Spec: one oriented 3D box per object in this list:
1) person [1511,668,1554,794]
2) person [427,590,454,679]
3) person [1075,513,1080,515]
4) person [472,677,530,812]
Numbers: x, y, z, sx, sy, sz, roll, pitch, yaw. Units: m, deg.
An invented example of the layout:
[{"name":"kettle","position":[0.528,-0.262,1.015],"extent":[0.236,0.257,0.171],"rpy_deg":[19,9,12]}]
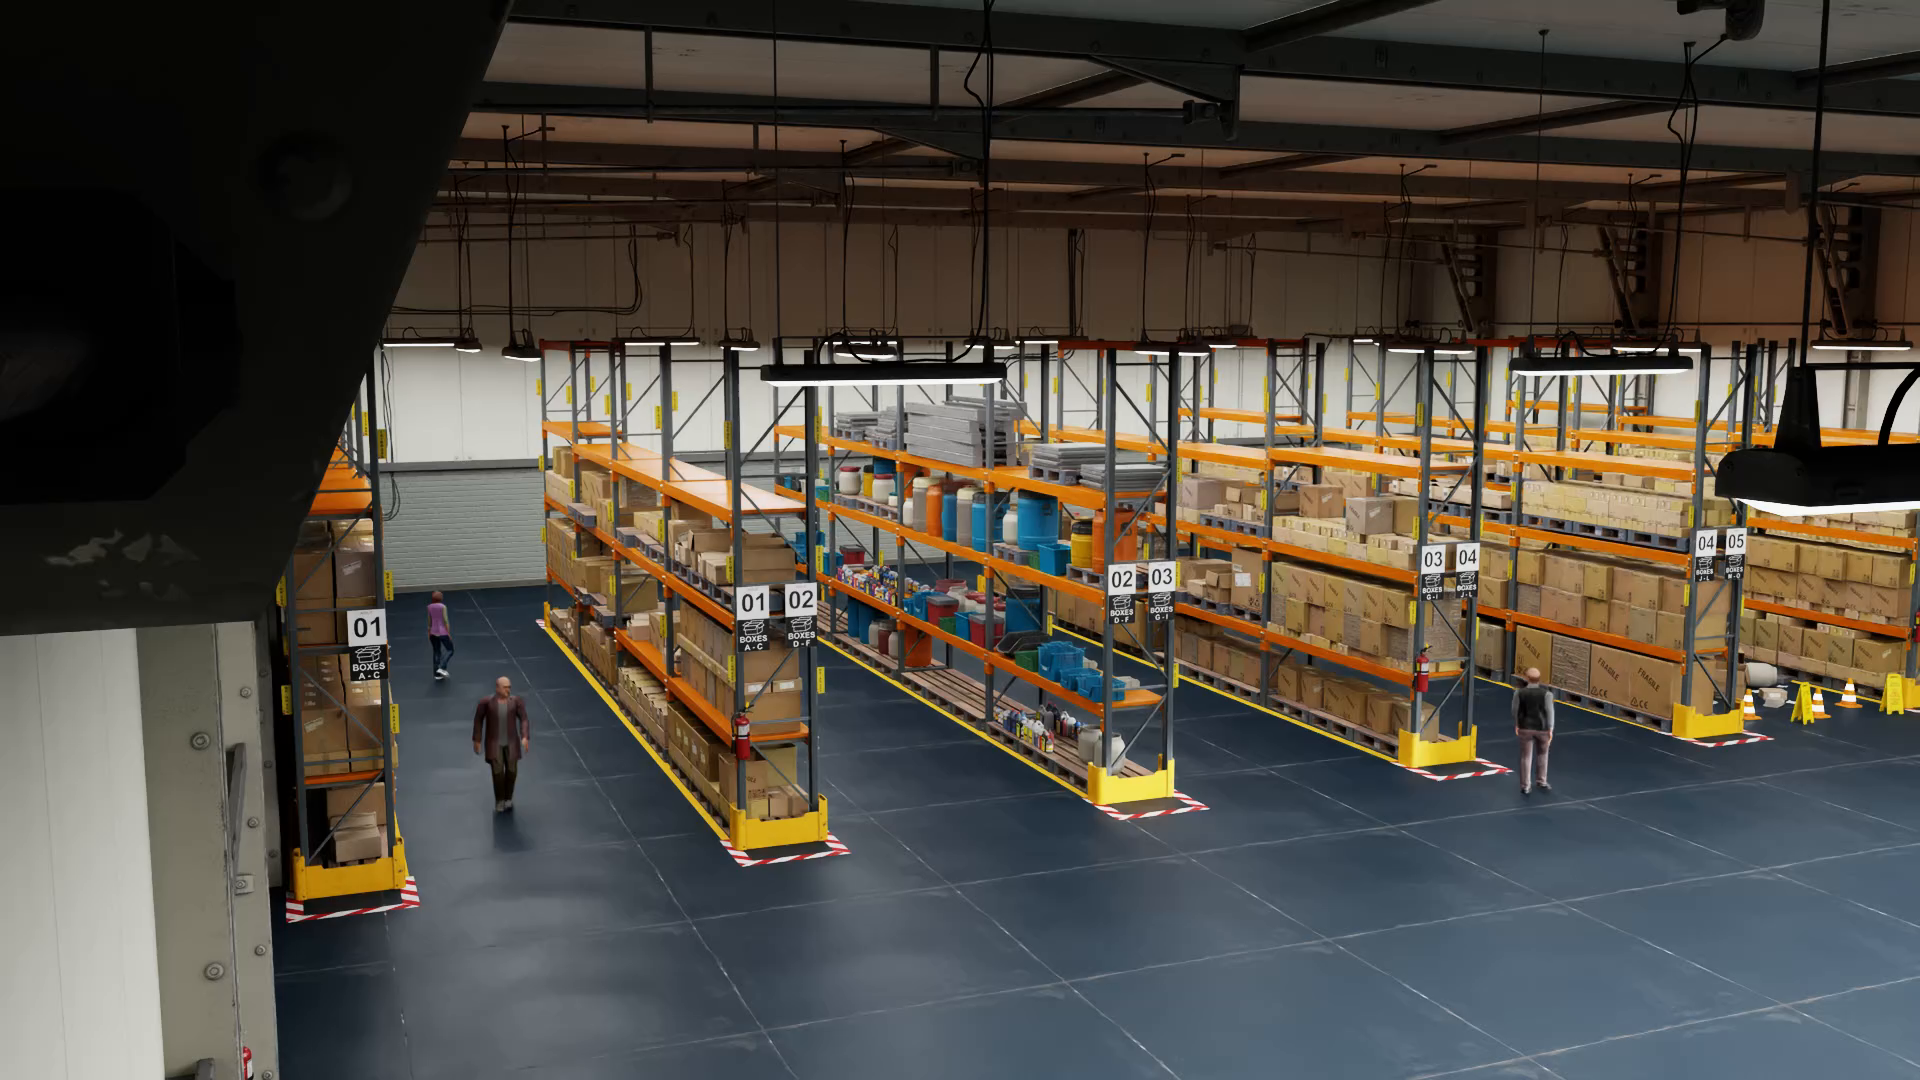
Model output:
[{"name":"person","position":[7.765,2.562,22.560],"extent":[0.556,1.732,0.664],"rpy_deg":[3,8,23]},{"name":"person","position":[-9.290,1.699,29.599],"extent":[0.453,1.598,0.435],"rpy_deg":[2,8,17]},{"name":"person","position":[2.869,0.138,41.270],"extent":[0.694,1.684,0.648],"rpy_deg":[-2,8,-14]},{"name":"person","position":[-5.978,2.684,21.700],"extent":[0.704,1.798,0.527],"rpy_deg":[-4,8,-25]}]
